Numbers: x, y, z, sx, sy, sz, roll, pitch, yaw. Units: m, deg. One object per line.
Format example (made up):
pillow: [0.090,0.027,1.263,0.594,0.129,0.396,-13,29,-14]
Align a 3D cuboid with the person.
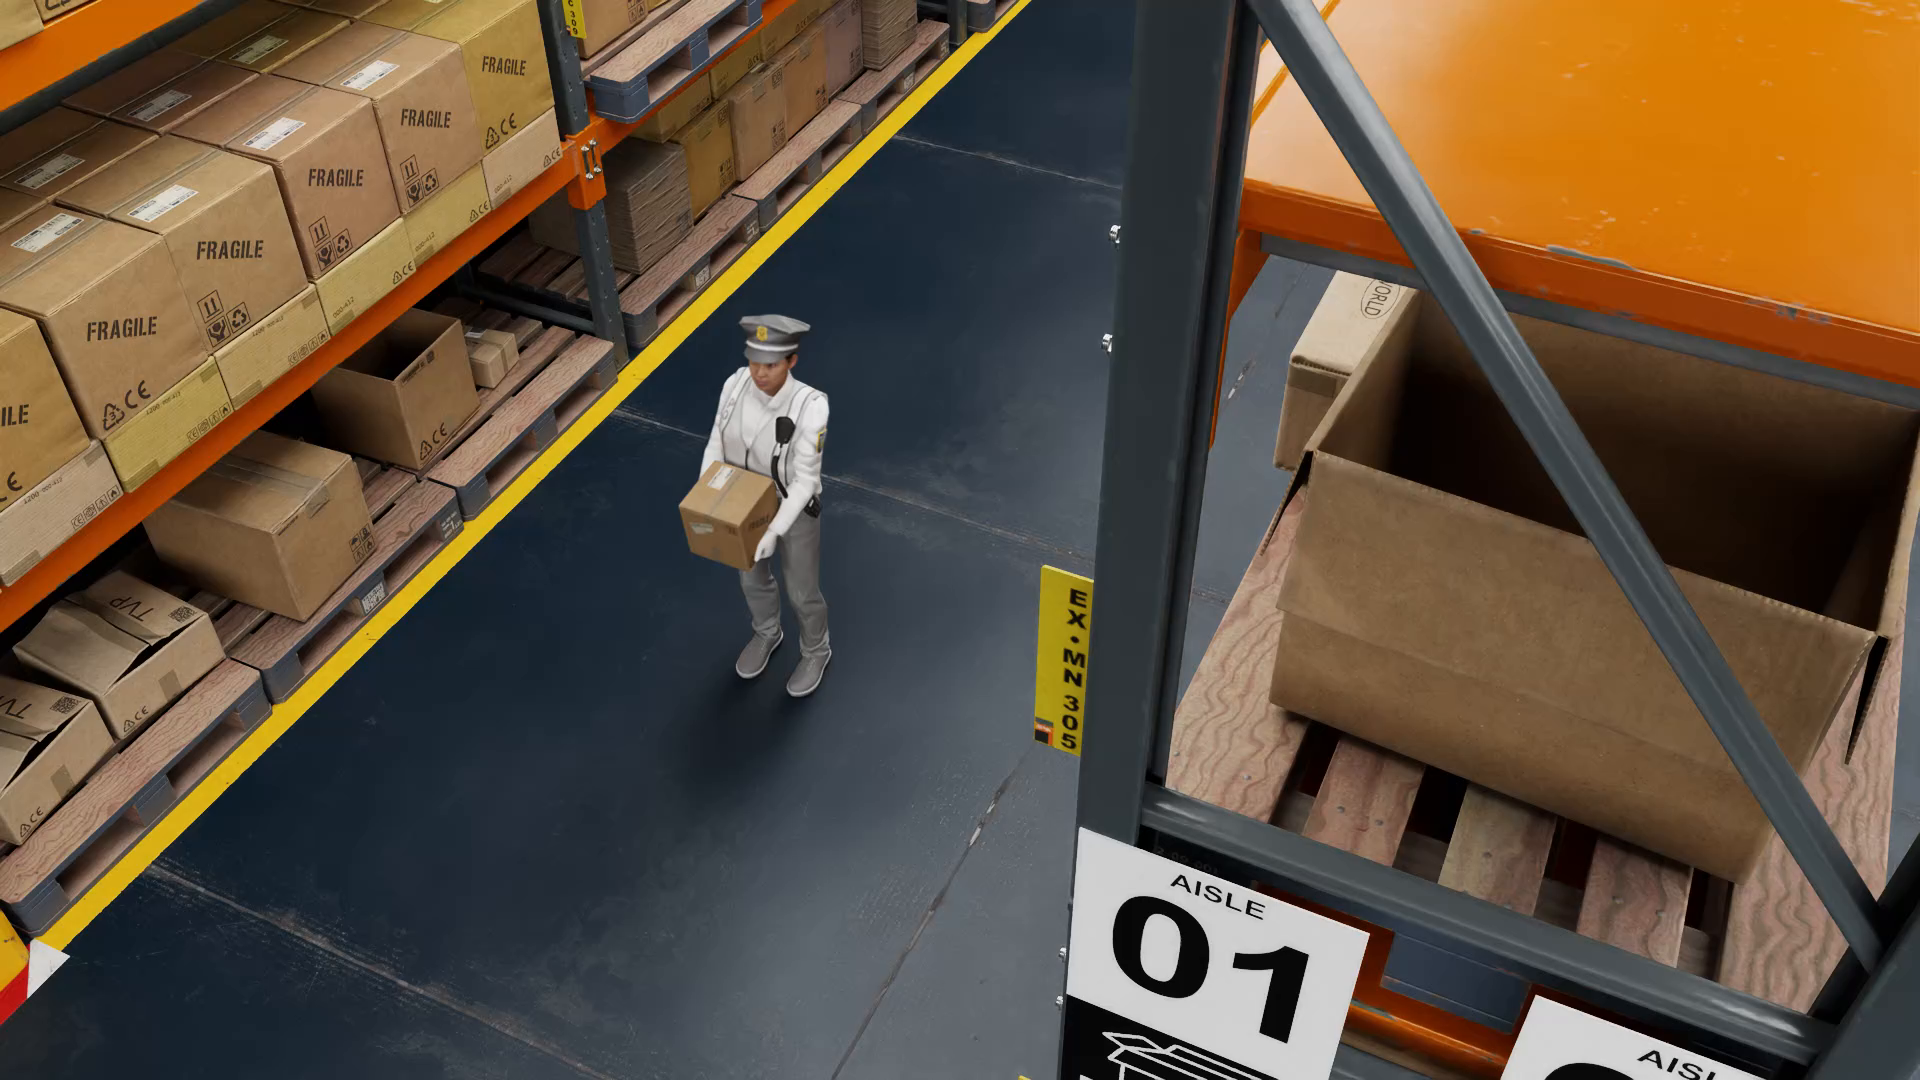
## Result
person: [-0.735,-0.087,6.238,0.451,1.686,0.556,18,45,19]
